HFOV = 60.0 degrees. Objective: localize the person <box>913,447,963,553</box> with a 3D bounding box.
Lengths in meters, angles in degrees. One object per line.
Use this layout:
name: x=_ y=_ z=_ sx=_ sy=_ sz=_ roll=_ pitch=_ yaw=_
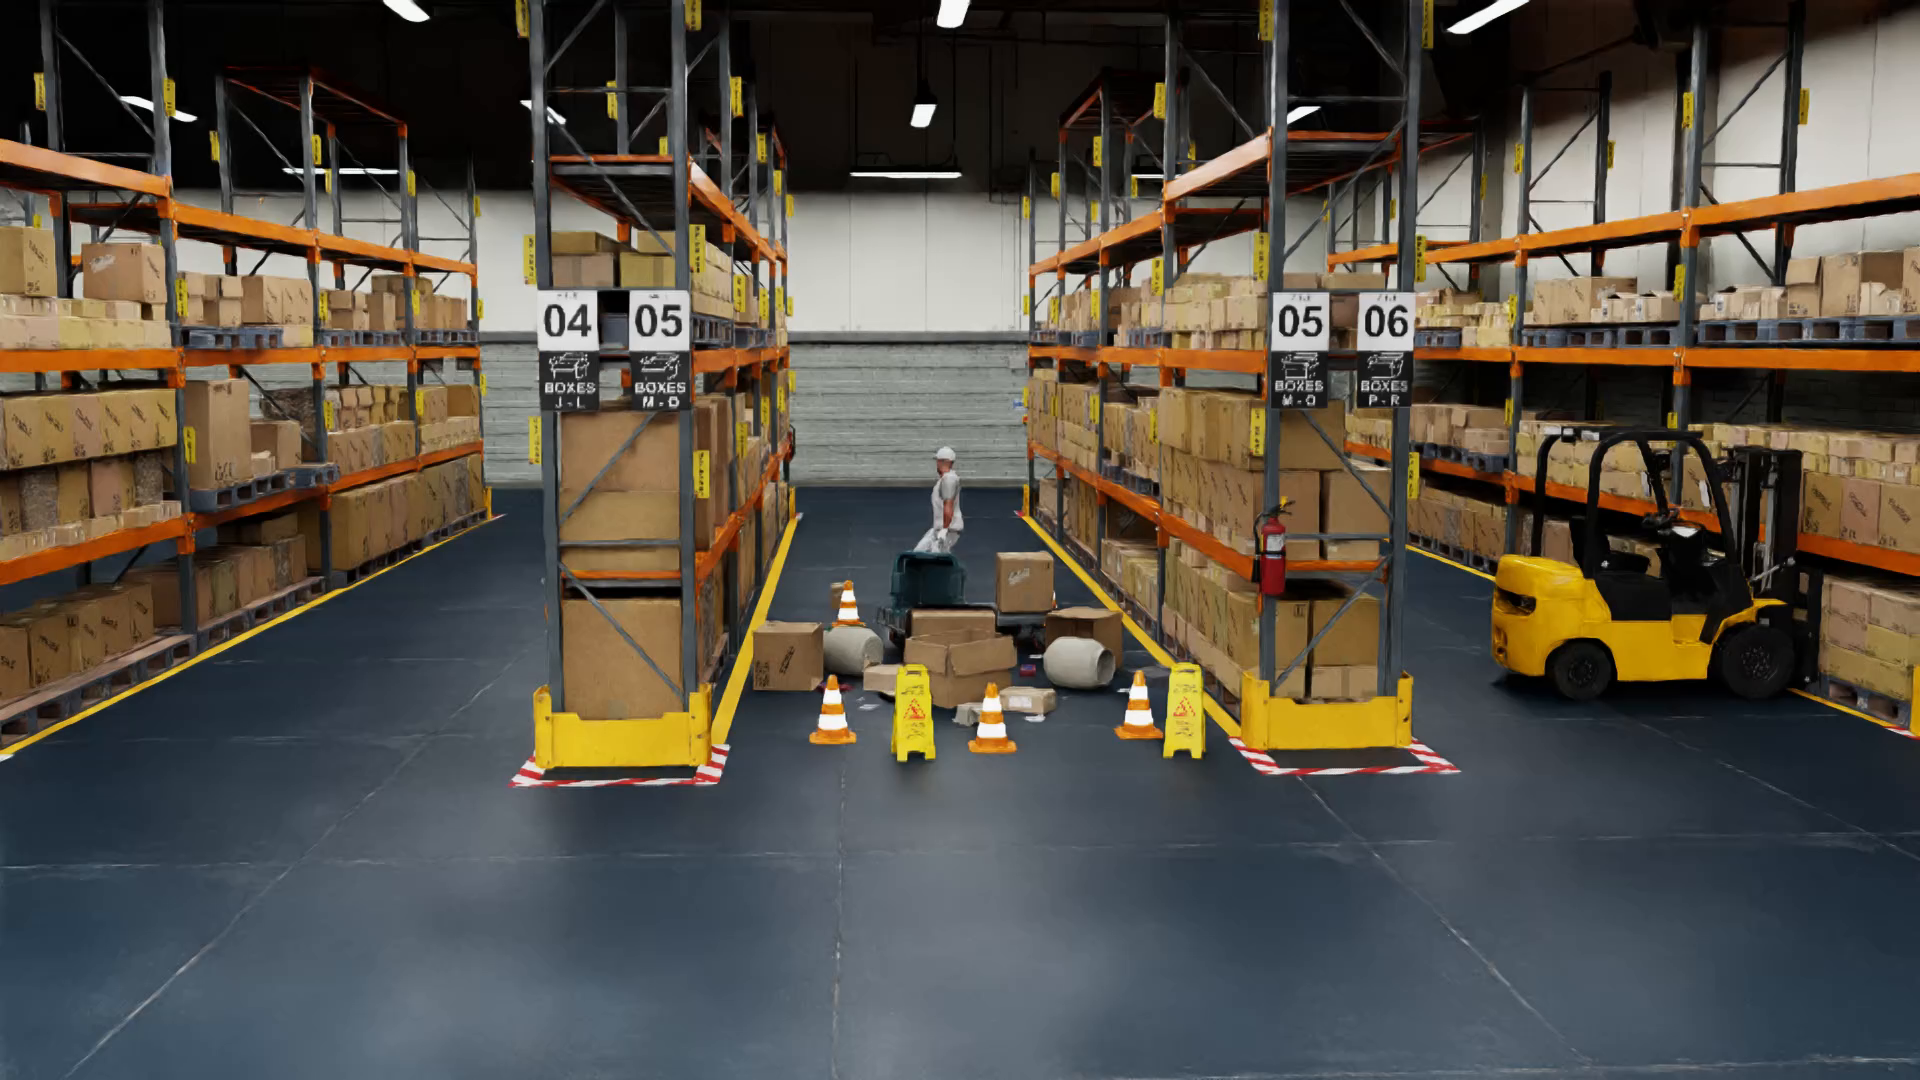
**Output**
person: x=-0.233 y=-0.071 z=17.199 sx=0.533 sy=1.772 sz=0.677 roll=-1 pitch=7 yaw=-7
